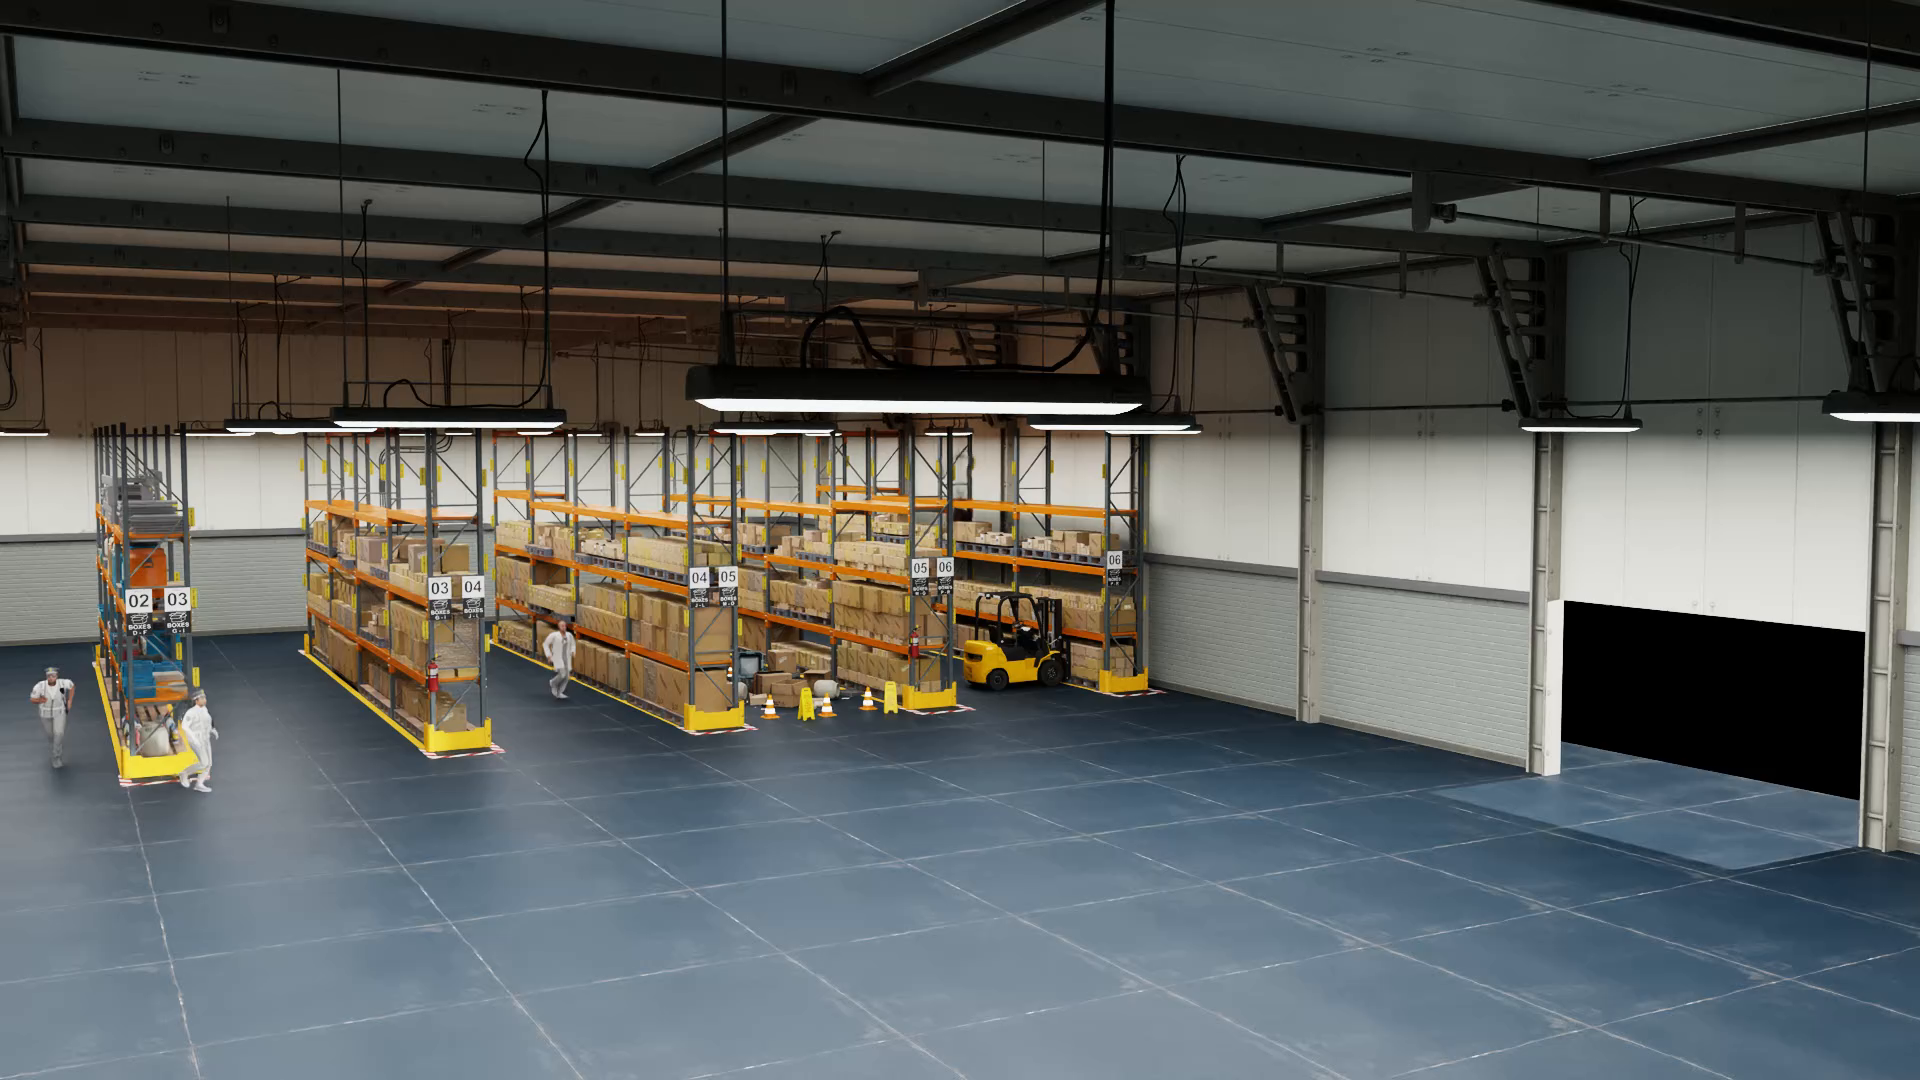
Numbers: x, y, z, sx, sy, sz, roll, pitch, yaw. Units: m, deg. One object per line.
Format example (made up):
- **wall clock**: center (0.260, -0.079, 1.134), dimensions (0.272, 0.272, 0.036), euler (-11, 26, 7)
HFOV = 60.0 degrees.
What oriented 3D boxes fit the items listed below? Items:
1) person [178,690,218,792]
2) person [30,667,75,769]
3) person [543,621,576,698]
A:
- **person**: center (-12.406, 3.260, 27.065), dimensions (0.548, 1.670, 0.639), euler (0, 3, 6)
- **person**: center (-15.950, 3.098, 29.263), dimensions (0.654, 1.799, 0.984), euler (-1, 4, -20)
- **person**: center (-8.748, 2.640, 36.582), dimensions (0.700, 1.722, 0.672), euler (-3, 5, -42)
